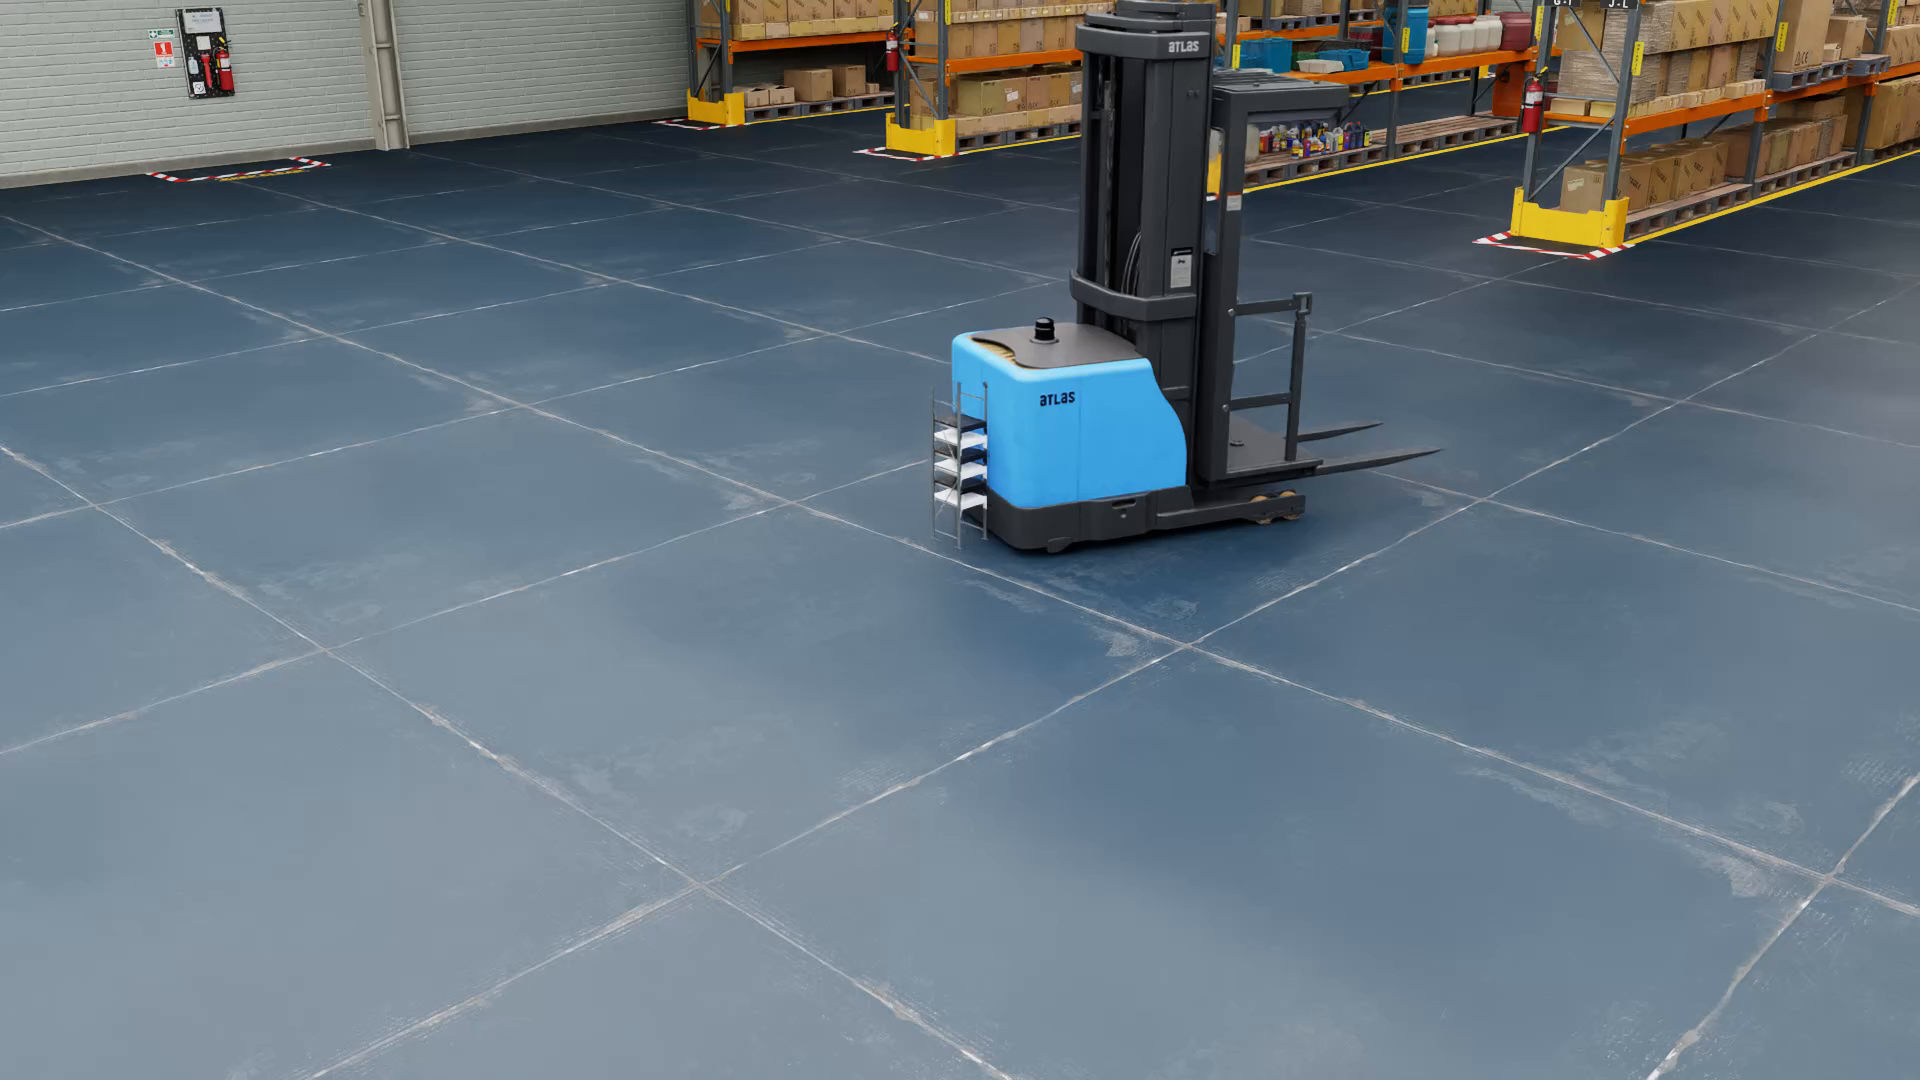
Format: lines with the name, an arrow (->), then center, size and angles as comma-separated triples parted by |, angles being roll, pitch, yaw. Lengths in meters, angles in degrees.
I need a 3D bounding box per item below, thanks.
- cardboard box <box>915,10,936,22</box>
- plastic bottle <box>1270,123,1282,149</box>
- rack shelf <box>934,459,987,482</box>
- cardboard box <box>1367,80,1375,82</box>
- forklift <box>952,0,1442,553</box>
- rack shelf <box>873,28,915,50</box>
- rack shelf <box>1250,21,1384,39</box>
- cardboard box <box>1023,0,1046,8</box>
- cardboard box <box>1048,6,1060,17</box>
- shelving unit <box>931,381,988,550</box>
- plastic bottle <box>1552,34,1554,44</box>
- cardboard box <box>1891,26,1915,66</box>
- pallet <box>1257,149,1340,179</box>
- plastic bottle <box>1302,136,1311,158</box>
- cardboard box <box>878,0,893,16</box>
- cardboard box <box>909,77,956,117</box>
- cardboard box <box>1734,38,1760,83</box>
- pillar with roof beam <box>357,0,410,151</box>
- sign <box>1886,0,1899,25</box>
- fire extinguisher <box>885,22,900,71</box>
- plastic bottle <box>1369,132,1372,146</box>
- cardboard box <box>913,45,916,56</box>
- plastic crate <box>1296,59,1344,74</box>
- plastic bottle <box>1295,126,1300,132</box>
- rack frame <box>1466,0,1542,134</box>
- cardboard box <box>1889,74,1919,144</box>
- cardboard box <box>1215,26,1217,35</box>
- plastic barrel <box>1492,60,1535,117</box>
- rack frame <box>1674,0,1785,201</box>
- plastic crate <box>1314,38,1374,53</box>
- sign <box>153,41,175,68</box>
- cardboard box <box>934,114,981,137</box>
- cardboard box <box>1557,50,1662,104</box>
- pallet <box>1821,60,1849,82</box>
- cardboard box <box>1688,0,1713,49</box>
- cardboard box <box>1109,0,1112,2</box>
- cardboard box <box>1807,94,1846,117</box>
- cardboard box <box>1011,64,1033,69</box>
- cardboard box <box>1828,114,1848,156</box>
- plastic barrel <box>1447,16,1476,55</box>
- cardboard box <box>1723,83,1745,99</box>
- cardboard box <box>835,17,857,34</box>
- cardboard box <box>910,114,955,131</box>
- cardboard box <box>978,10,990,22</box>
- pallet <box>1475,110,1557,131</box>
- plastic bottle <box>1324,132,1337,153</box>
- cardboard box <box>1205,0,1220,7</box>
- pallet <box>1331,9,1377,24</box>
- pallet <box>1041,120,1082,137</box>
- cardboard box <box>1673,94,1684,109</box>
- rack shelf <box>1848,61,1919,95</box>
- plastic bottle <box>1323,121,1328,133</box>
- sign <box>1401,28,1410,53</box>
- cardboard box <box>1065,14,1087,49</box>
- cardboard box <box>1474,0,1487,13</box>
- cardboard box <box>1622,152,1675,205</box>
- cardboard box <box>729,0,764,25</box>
cardboard box -> -0.436, -7.626, 24.191 | 0.380, 0.149, 0.250 | 19, 28, 40
plastic bottle -> 4.352, -5.578, 22.985 | 0.185, 0.351, 0.144 | -19, 28, -40
rack shelf -> -0.005, -0.390, 9.428 | 0.200, 0.077, 0.258 | -18, 28, -39
cardboard box -> 7.666, -9.055, 31.824 | 0.500, 0.500, 0.500 | 19, 28, 40
forklift -> 1.504, -1.624, 9.715 | 3.031, 2.935, 1.130 | -9, 23, -22
rack shelf -> 0.068, -9.576, 31.311 | 1.077, 0.370, 4.000 | 19, 28, 41
rack shelf -> 6.410, -9.365, 30.762 | 1.077, 0.370, 4.000 | 19, 28, 41
cardboard box -> 0.869, -8.308, 25.062 | 0.700, 0.500, 0.500 | 19, 28, 41
cardboard box -> 1.301, -8.059, 25.317 | 0.250, 0.149, 0.380 | -19, 28, -41
shelving unit -> -0.005, -0.421, 9.416 | 0.210, 0.900, 0.258 | -18, 28, -39
plastic bottle -> 9.356, -7.995, 26.358 | 0.061, 0.283, 0.133 | 19, 28, 41
cardboard box -> 13.002, -6.943, 23.319 | 0.500, 0.500, 0.500 | 18, 28, 39
pallet -> 4.421, -5.139, 22.651 | 1.003, 0.211, 1.213 | 19, 28, 41
plastic bottle -> 4.639, -5.269, 22.275 | 0.133, 0.283, 0.061 | -20, 28, -41
cardboard box -> -1.436, -9.488, 29.215 | 0.500, 0.500, 0.500 | 19, 28, 41
cardboard box -> -0.405, -6.606, 24.781 | 0.500, 0.500, 0.500 | 19, 28, 41
cardboard box -> 8.961, -5.764, 19.836 | 0.875, 0.500, 0.500 | 19, 28, 41
pillar with roof beam -> -5.351, -8.946, 20.308 | 9.100, 9.000, 0.400 | 19, 28, 41
sign -> 12.505, -7.077, 22.302 | 0.100, 0.325, 0.005 | 19, 28, 41
fire extinguisher -> -0.982, -7.180, 24.183 | 0.296, 0.674, 0.183 | 19, 28, 41
plastic bottle -> 5.741, -5.646, 23.370 | 0.097, 0.201, 0.097 | 0, 21, 0
cardboard box -> -0.521, -9.094, 30.879 | 0.500, 0.250, 0.500 | 19, 28, 40
plastic crate -> 4.819, -6.314, 22.189 | 0.530, 0.136, 0.437 | 19, 28, 41
plastic bottle -> 4.703, -5.651, 23.285 | 0.097, 0.271, 0.097 | 0, 21, 0
rack frame -> 8.561, -7.946, 26.068 | 1.000, 3.000, 0.127 | 19, 28, 41
cardboard box -> 13.233, -6.310, 24.188 | 1.225, 0.875, 0.875 | 19, 28, 41
cardboard box -> 4.165, -8.728, 28.451 | 0.250, 0.149, 0.380 | -18, 27, -38
plastic barrel -> 8.890, -7.259, 26.720 | 0.600, 0.830, 0.708 | 19, 28, 41
rack frame -> 9.319, -5.679, 20.168 | 1.000, 3.000, 0.127 | 19, 28, 41
plastic crate -> 5.314, -6.786, 23.137 | 0.767, 0.338, 0.504 | 19, 28, 41
sign -> -10.646, -6.498, 22.251 | 0.001, 0.329, 0.234 | 19, 28, 41
cardboard box -> -0.033, -6.125, 24.577 | 0.500, 0.250, 0.500 | 19, 28, 41
cardboard box -> 6.932, -4.970, 17.771 | 0.875, 0.500, 0.500 | 19, 28, 41
pallet -> 10.758, -6.098, 21.527 | 1.003, 0.211, 1.213 | 19, 28, 41
cardboard box -> 7.809, -5.631, 18.097 | 0.500, 0.500, 0.500 | 19, 28, 41
cardboard box -> 2.704, -10.941, 33.278 | 0.500, 0.500, 0.500 | 19, 28, 40
cardboard box -> 11.664, -5.916, 22.610 | 0.500, 0.250, 0.500 | -19, 28, -40
cardboard box -> 0.998, -9.266, 32.373 | 0.500, 0.500, 0.700 | -20, 29, -41
cardboard box -> 11.657, -5.568, 22.751 | 0.700, 0.500, 0.500 | 17, 27, 38
plastic barrel -> 7.409, -7.472, 24.645 | 0.433, 0.535, 0.433 | 0, 21, 0
cardboard box -> 8.887, -5.229, 19.349 | 0.380, 0.149, 0.250 | 19, 28, 41
cardboard box -> -2.134, -8.880, 28.679 | 0.500, 0.250, 0.500 | 19, 28, 40
cardboard box -> -0.404, -6.255, 24.915 | 0.500, 0.250, 0.500 | 19, 28, 41
cardboard box -> 0.219, -7.659, 24.278 | 0.380, 0.149, 0.250 | 19, 28, 41
pallet -> 9.081, -6.858, 27.123 | 1.003, 0.211, 1.213 | 19, 28, 41
plastic bottle -> 5.052, -5.441, 22.734 | 0.135, 0.276, 0.152 | -20, 28, -41
cardboard box -> 5.156, -11.916, 35.977 | 0.980, 0.700, 0.700 | 18, 28, 39
pallet -> 7.169, -9.948, 31.542 | 1.003, 0.211, 1.213 | 19, 28, 41
pallet -> 1.639, -6.663, 26.616 | 1.003, 0.211, 1.213 | 19, 28, 41
cardboard box -> 7.766, -4.870, 18.413 | 0.380, 0.149, 0.250 | 19, 28, 41
rack shelf -> 13.505, -6.885, 24.309 | 1.077, 0.370, 4.000 | 19, 28, 41
plastic bottle -> 5.234, -5.878, 23.876 | 0.097, 0.271, 0.097 | 0, 21, 0
sign -> 6.157, -6.907, 22.978 | 0.100, 0.325, 0.005 | 19, 28, 41
cardboard box -> 1.556, -7.953, 25.945 | 0.700, 0.500, 0.500 | 19, 28, 40
cardboard box -> 10.478, -11.107, 34.151 | 0.500, 0.500, 0.500 | -19, 28, -40
cardboard box -> 7.819, -4.154, 19.101 | 0.500, 0.500, 0.500 | -17, 27, -37
cardboard box -> -3.570, -8.706, 27.181 | 0.500, 0.500, 0.500 | 19, 28, 41
